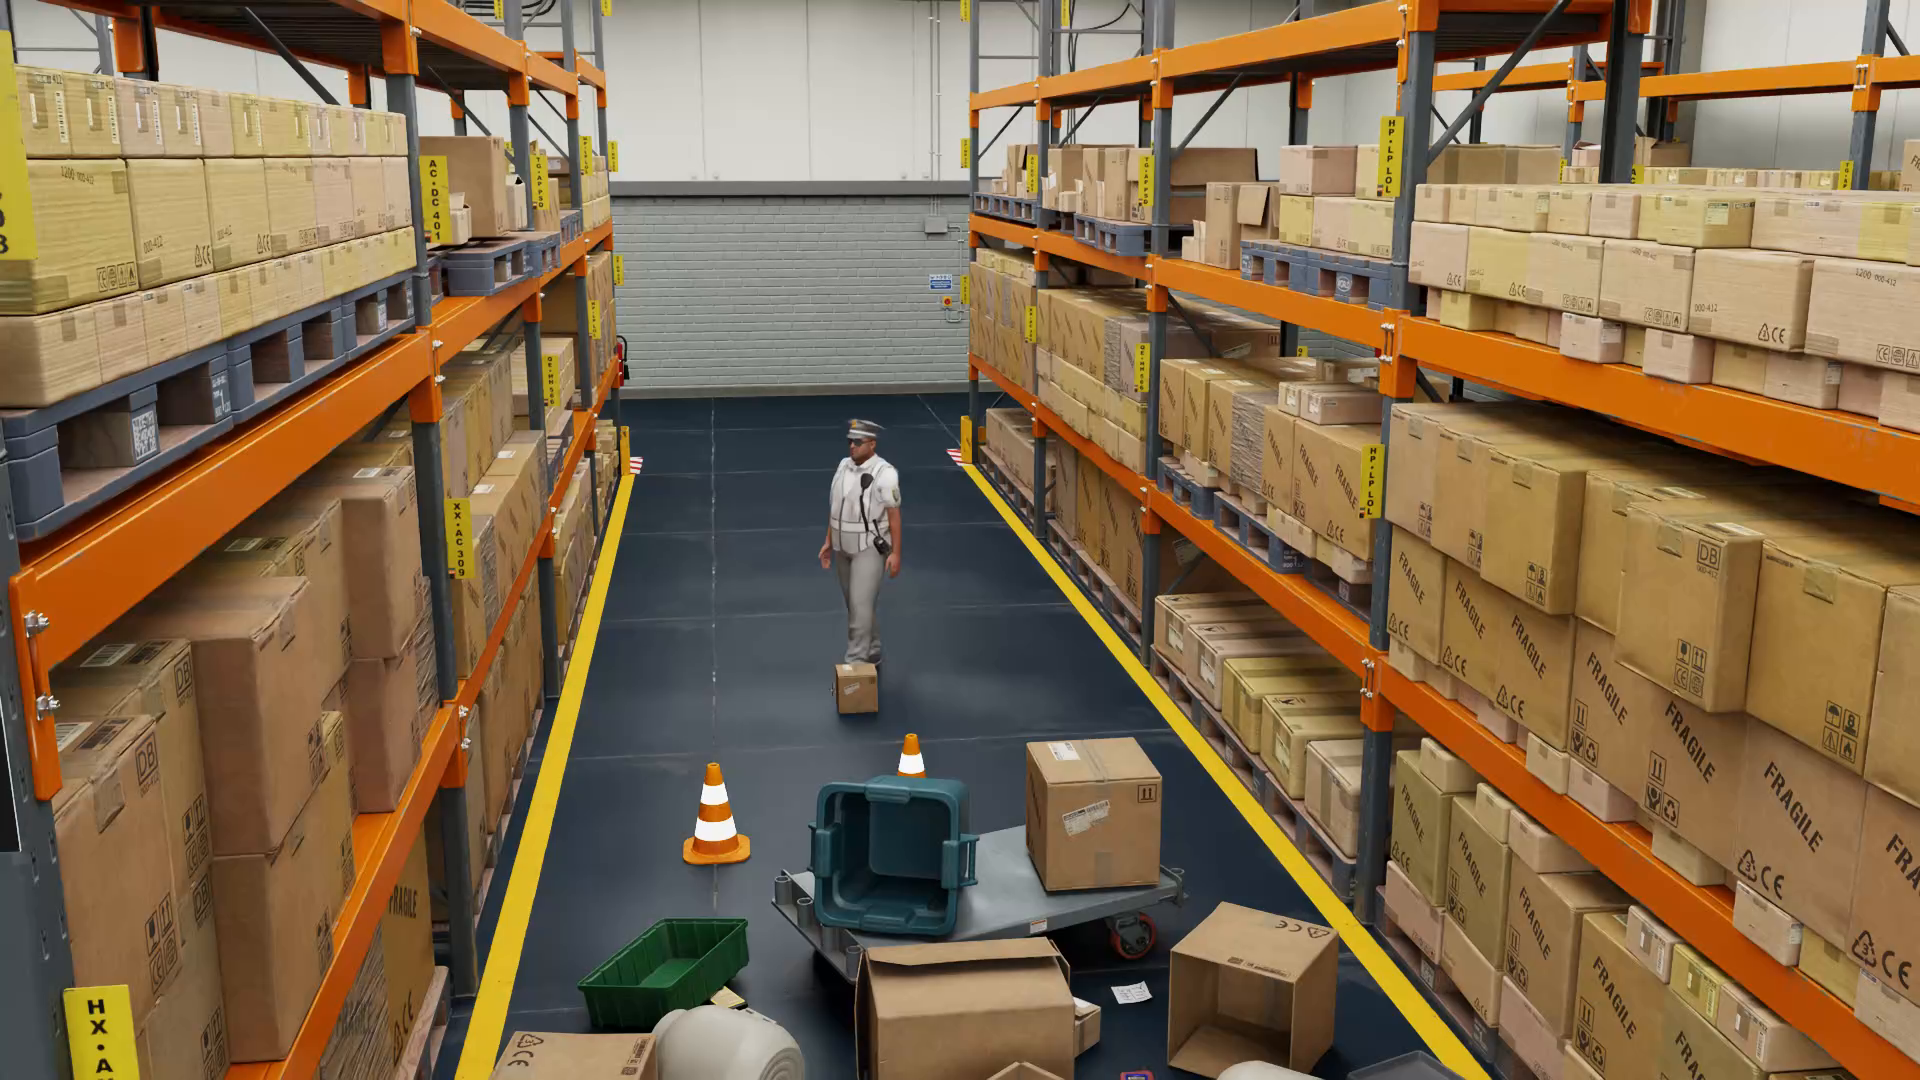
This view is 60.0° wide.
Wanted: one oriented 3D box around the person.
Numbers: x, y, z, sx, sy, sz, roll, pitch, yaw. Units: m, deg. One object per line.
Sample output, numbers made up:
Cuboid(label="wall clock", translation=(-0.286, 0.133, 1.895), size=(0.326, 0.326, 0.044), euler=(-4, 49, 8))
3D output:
Cuboid(label="person", translation=(-0.757, 0.071, 11.097), size=(0.548, 1.765, 0.670), euler=(12, 18, 42))
